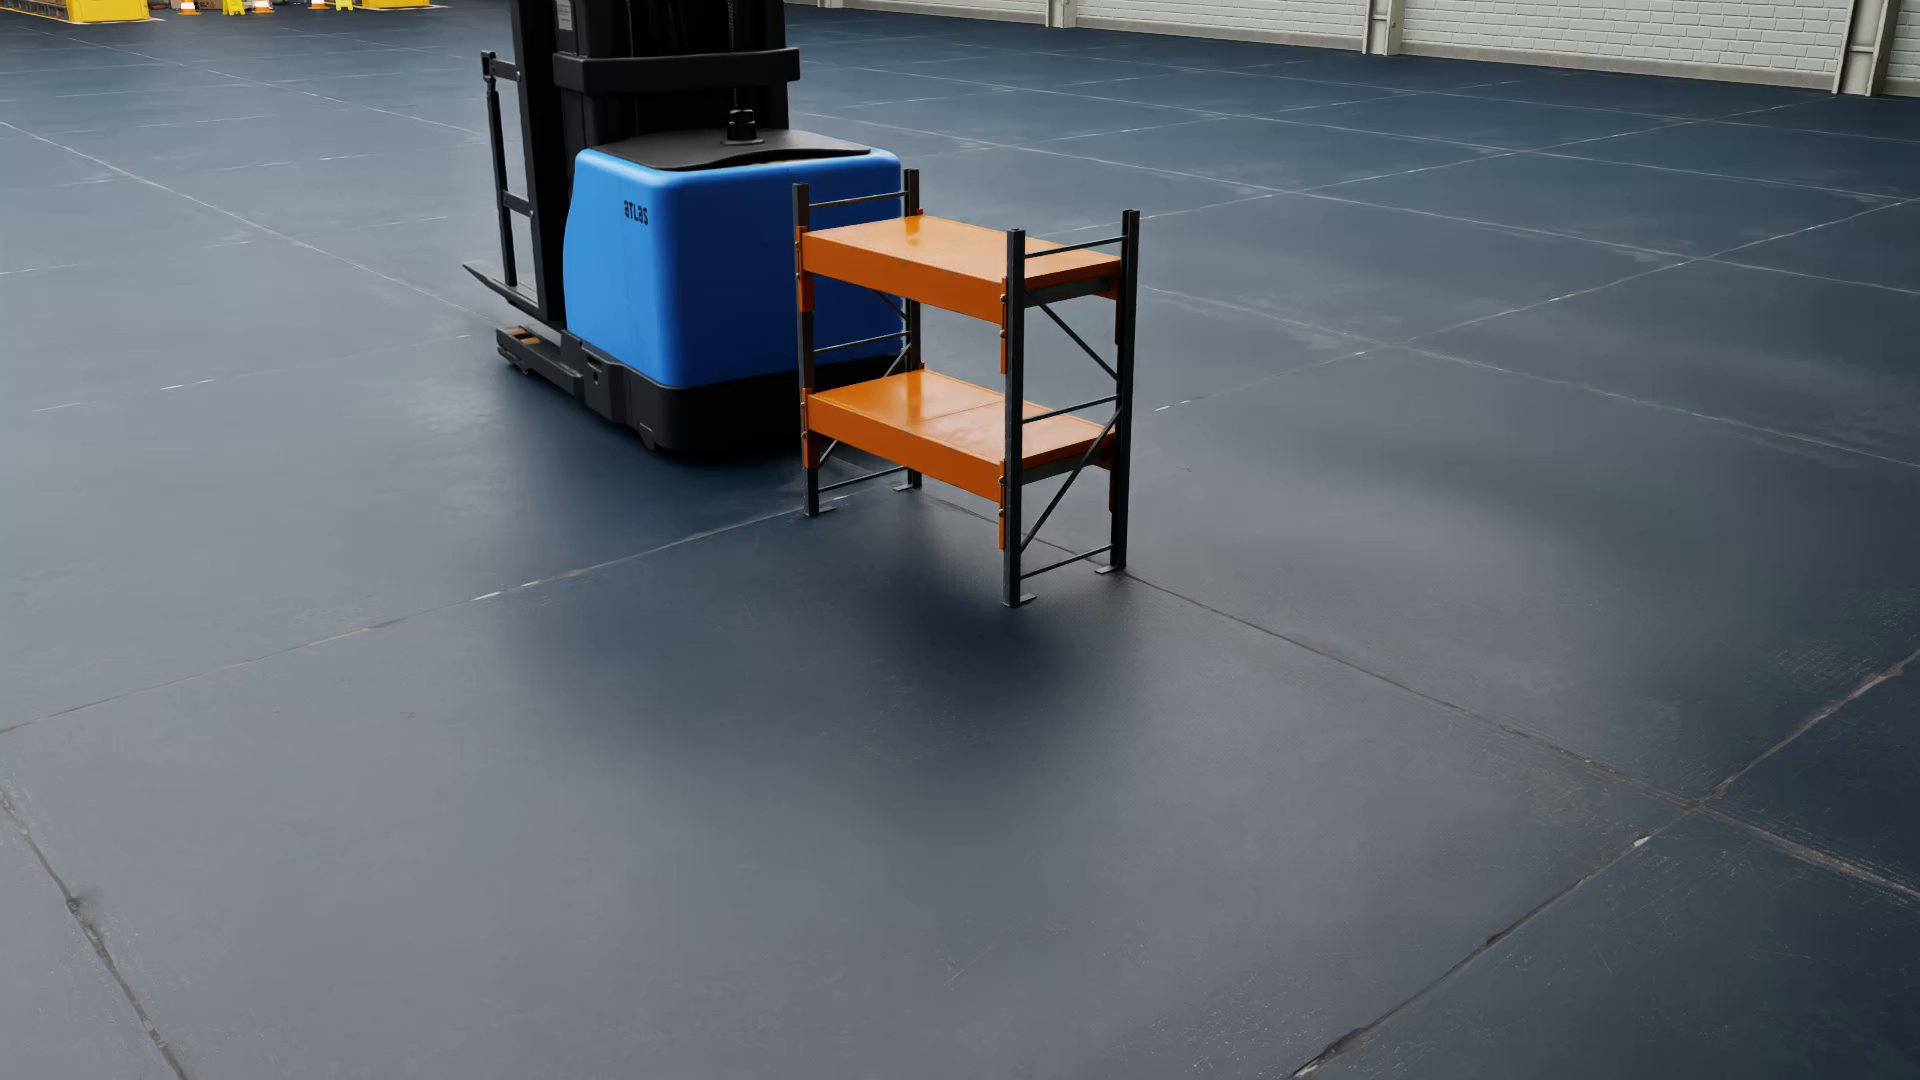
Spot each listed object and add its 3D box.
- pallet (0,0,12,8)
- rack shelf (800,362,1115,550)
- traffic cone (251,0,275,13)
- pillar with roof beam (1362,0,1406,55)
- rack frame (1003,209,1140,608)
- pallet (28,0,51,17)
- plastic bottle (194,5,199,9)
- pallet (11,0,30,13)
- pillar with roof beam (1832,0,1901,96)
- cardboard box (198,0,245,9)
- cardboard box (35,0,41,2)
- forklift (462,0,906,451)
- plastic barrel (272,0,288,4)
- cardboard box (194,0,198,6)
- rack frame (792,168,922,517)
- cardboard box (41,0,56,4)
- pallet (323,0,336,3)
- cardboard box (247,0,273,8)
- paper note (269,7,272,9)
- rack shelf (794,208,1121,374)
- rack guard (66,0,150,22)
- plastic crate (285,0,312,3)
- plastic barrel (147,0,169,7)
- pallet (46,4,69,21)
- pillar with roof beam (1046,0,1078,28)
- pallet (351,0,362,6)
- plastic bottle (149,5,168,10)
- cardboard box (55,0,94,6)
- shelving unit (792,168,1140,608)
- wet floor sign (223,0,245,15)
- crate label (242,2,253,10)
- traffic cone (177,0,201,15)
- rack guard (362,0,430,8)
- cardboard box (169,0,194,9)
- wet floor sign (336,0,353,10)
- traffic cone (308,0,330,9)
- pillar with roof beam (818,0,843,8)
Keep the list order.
[{"bbox_3d":[-17.098,-9.917,30.515,1.003,0.211,1.213,-17,27,-37],"label":"pallet"},{"bbox_3d":[-0.004,-0.298,5.373,0.538,0.278,1.000,-17,27,-37],"label":"rack shelf"},{"bbox_3d":[-12.119,-9.394,28.834,0.336,0.463,0.334,-17,27,-37],"label":"traffic cone"},{"bbox_3d":[2.232,-9.507,17.417,9.100,9.000,0.400,-17,27,-37],"label":"pillar with roof beam"},{"bbox_3d":[0.327,-0.385,4.925,0.500,1.125,0.032,-17,27,-37],"label":"rack frame"},{"bbox_3d":[-15.300,-9.156,28.572,1.003,0.211,1.213,-17,27,-37],"label":"pallet"},{"bbox_3d":[-13.713,-9.497,29.648,0.283,0.061,0.133,12,24,27],"label":"plastic bottle"},{"bbox_3d":[-16.100,-9.493,29.433,1.003,0.211,1.213,-17,27,-37],"label":"pallet"},{"bbox_3d":[6.149,-7.849,13.185,9.100,9.000,0.400,-17,27,-37],"label":"pillar with roof beam"},{"bbox_3d":[-13.307,-9.842,29.922,0.637,0.503,0.797,3,22,9],"label":"cardboard box"},{"bbox_3d":[-15.588,-9.788,28.700,0.875,0.875,0.875,-17,27,-37],"label":"cardboard box"},{"bbox_3d":[-1.432,-2.177,7.023,1.130,2.935,3.031,-13,25,-30],"label":"forklift"},{"bbox_3d":[-12.737,-10.132,30.773,0.512,0.421,0.421,0,21,-1],"label":"plastic barrel"},{"bbox_3d":[-13.923,-10.162,30.552,0.797,0.637,0.503,-17,27,-37],"label":"cardboard box"},{"bbox_3d":[-0.336,-0.666,5.642,0.500,1.125,0.032,-17,27,-37],"label":"rack frame"},{"bbox_3d":[-14.995,-9.536,28.055,0.875,0.875,0.875,-18,28,-38],"label":"cardboard box"},{"bbox_3d":[-11.587,-10.414,31.784,1.003,0.211,1.213,-17,27,-37],"label":"pallet"},{"bbox_3d":[-12.628,-9.675,29.983,0.380,0.149,0.250,-4,22,-10],"label":"cardboard box"},{"bbox_3d":[-12.367,-9.527,29.765,0.142,0.019,0.148,12,24,27],"label":"paper note"},{"bbox_3d":[-0.004,-0.798,5.177,0.538,0.278,1.000,-17,27,-37],"label":"rack shelf"},{"bbox_3d":[-13.911,-8.745,27.126,1.175,0.500,0.348,-17,27,-37],"label":"rack guard"},{"bbox_3d":[-12.450,-10.238,31.515,0.583,0.080,0.402,12,24,27],"label":"plastic crate"},{"bbox_3d":[-14.635,-9.873,30.110,0.512,0.421,0.421,0,21,-1],"label":"plastic barrel"},{"bbox_3d":[-14.507,-8.819,27.712,1.003,0.211,1.213,-17,27,-37],"label":"pallet"},{"bbox_3d":[-1.684,-11.165,21.650,9.100,9.000,0.400,-17,27,-37],"label":"pillar with roof beam"},{"bbox_3d":[-10.795,-10.077,30.923,1.003,0.211,1.213,-17,27,-37],"label":"pallet"},{"bbox_3d":[-14.284,-9.494,29.639,0.133,0.061,0.283,12,24,27],"label":"plastic bottle"},{"bbox_3d":[-14.419,-9.293,27.436,0.875,0.875,0.875,-17,27,-37],"label":"cardboard box"},{"bbox_3d":[-0.004,-0.526,5.284,0.538,1.125,1.048,-17,27,-37],"label":"shelving unit"},{"bbox_3d":[-12.407,-9.283,28.299,0.232,0.644,0.267,17,27,36],"label":"wet floor sign"},{"bbox_3d":[-12.679,-9.445,29.410,0.298,0.136,0.250,7,23,18],"label":"crate label"},{"bbox_3d":[-13.197,-9.219,28.387,0.336,0.463,0.334,-17,27,-37],"label":"traffic cone"},{"bbox_3d":[-10.292,-9.979,30.276,1.175,0.500,0.348,-17,27,-37],"label":"rack guard"},{"bbox_3d":[-14.020,-9.711,29.914,0.396,0.266,0.258,-12,25,-28],"label":"cardboard box"},{"bbox_3d":[-10.929,-9.718,29.412,0.267,0.644,0.232,-8,23,-19],"label":"wet floor sign"},{"bbox_3d":[-11.500,-9.752,29.749,0.336,0.463,0.334,-17,27,-37],"label":"traffic cone"},{"bbox_3d":[-5.601,-12.822,25.882,9.100,9.000,0.400,-17,27,-37],"label":"pillar with roof beam"}]
